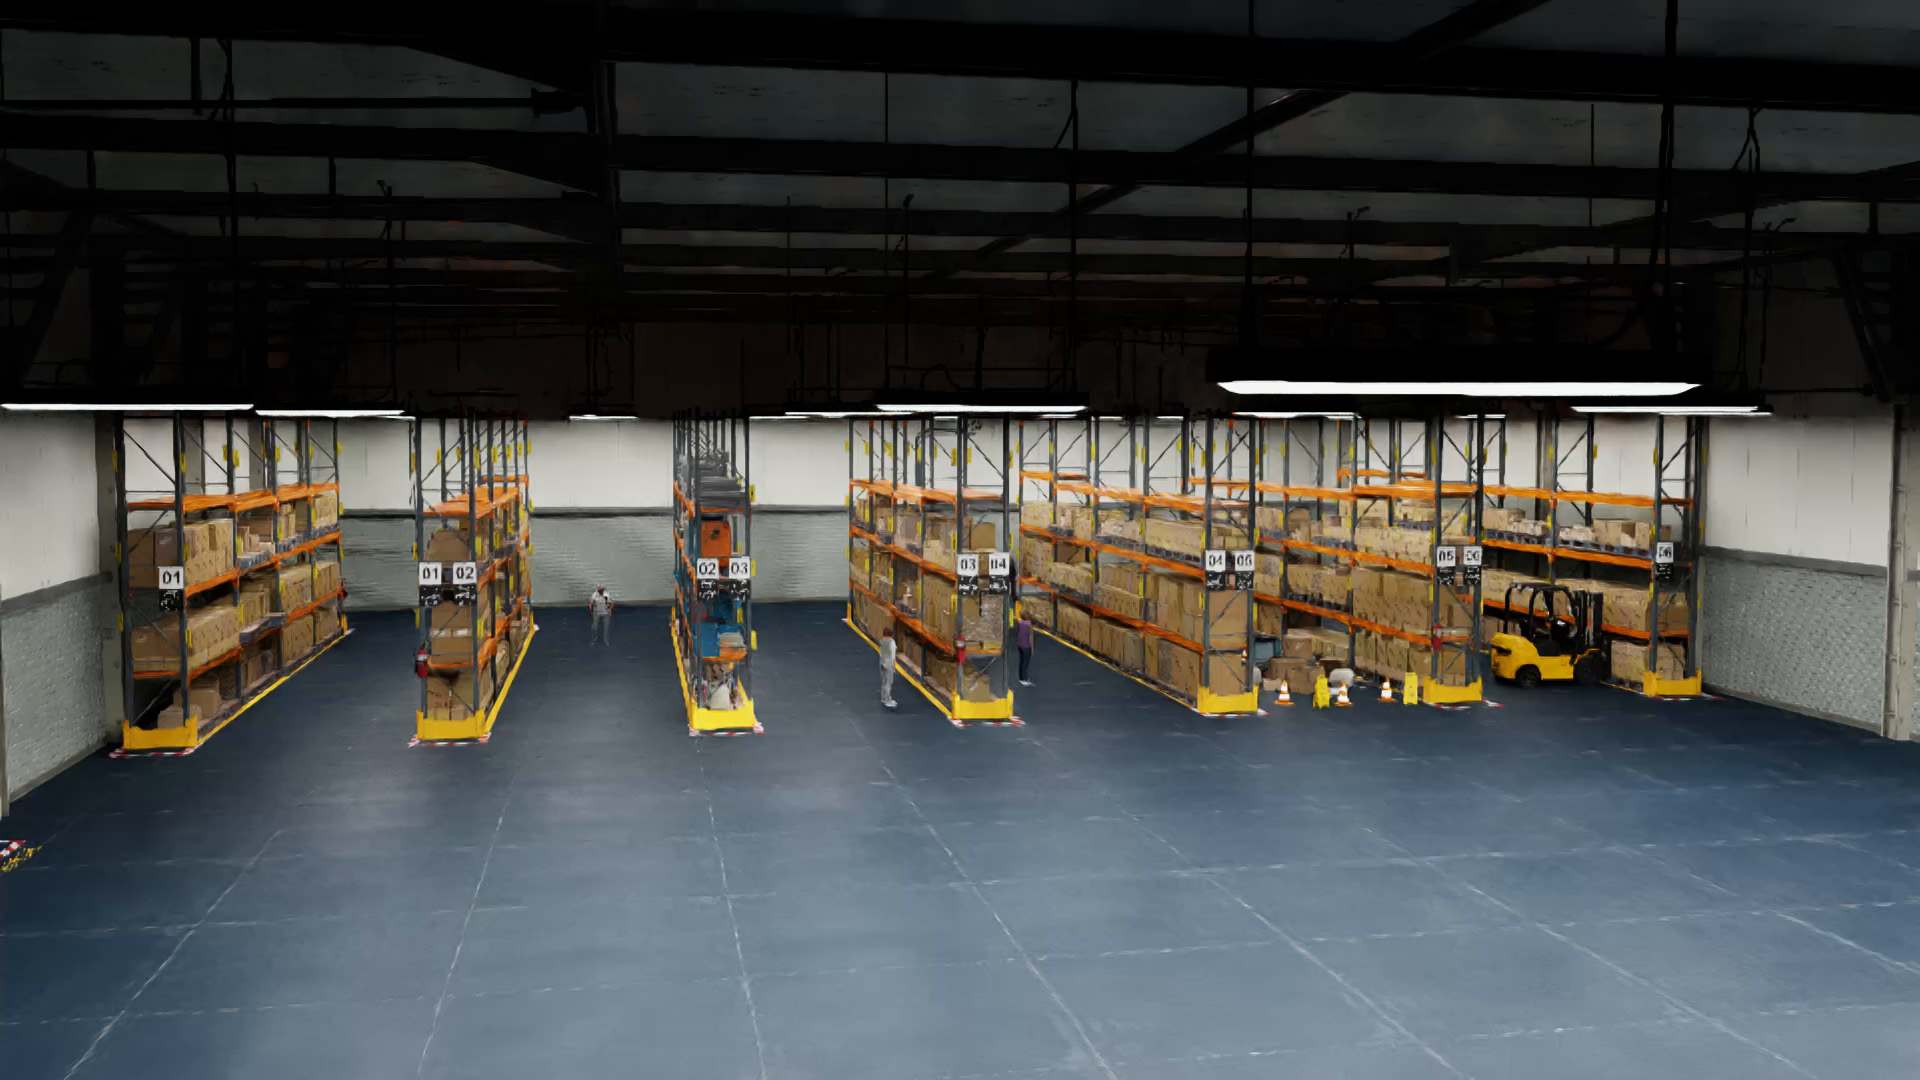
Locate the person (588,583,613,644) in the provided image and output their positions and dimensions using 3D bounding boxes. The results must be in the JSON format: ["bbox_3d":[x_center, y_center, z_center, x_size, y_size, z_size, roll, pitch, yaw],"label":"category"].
[{"bbox_3d":[-9.222,1.893,42.681,0.625,1.611,0.582,-1,4,-13],"label":"person"}]

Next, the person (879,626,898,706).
[{"bbox_3d":[-1.435,2.530,33.506,0.406,1.600,0.468,-4,5,-42],"label":"person"}]

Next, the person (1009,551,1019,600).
[{"bbox_3d":[1.581,1.152,52.680,0.570,1.669,0.955,1,4,9],"label":"person"}]

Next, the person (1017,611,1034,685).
[{"bbox_3d":[1.453,2.334,36.229,0.419,1.603,0.504,-3,5,-38],"label":"person"}]
